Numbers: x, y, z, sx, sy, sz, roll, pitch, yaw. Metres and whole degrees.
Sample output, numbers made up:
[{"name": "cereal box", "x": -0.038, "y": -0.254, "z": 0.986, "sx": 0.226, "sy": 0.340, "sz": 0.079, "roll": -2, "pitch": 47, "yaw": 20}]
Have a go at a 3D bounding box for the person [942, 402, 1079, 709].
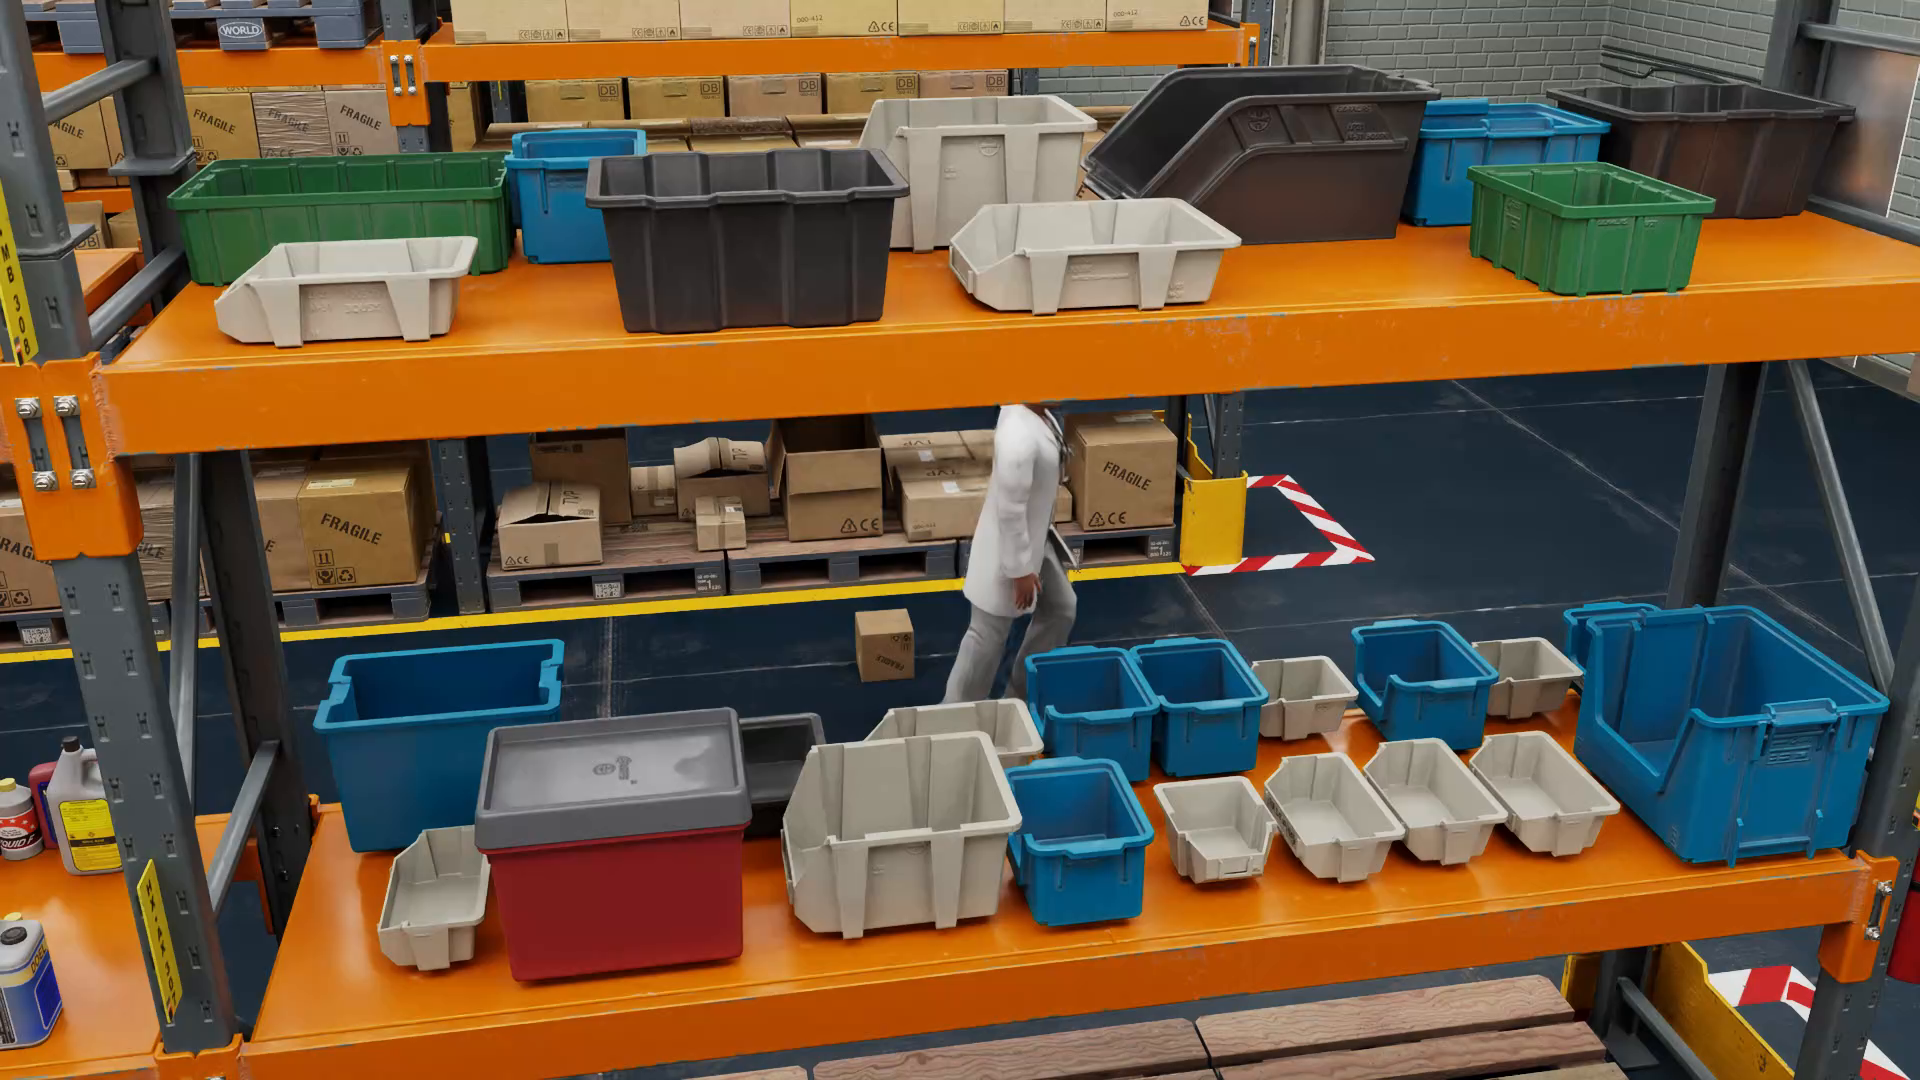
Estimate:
[{"name": "person", "x": 0.196, "y": 0.048, "z": 7.009, "sx": 0.587, "sy": 1.804, "sz": 0.616, "roll": 5, "pitch": 24, "yaw": 12}]
